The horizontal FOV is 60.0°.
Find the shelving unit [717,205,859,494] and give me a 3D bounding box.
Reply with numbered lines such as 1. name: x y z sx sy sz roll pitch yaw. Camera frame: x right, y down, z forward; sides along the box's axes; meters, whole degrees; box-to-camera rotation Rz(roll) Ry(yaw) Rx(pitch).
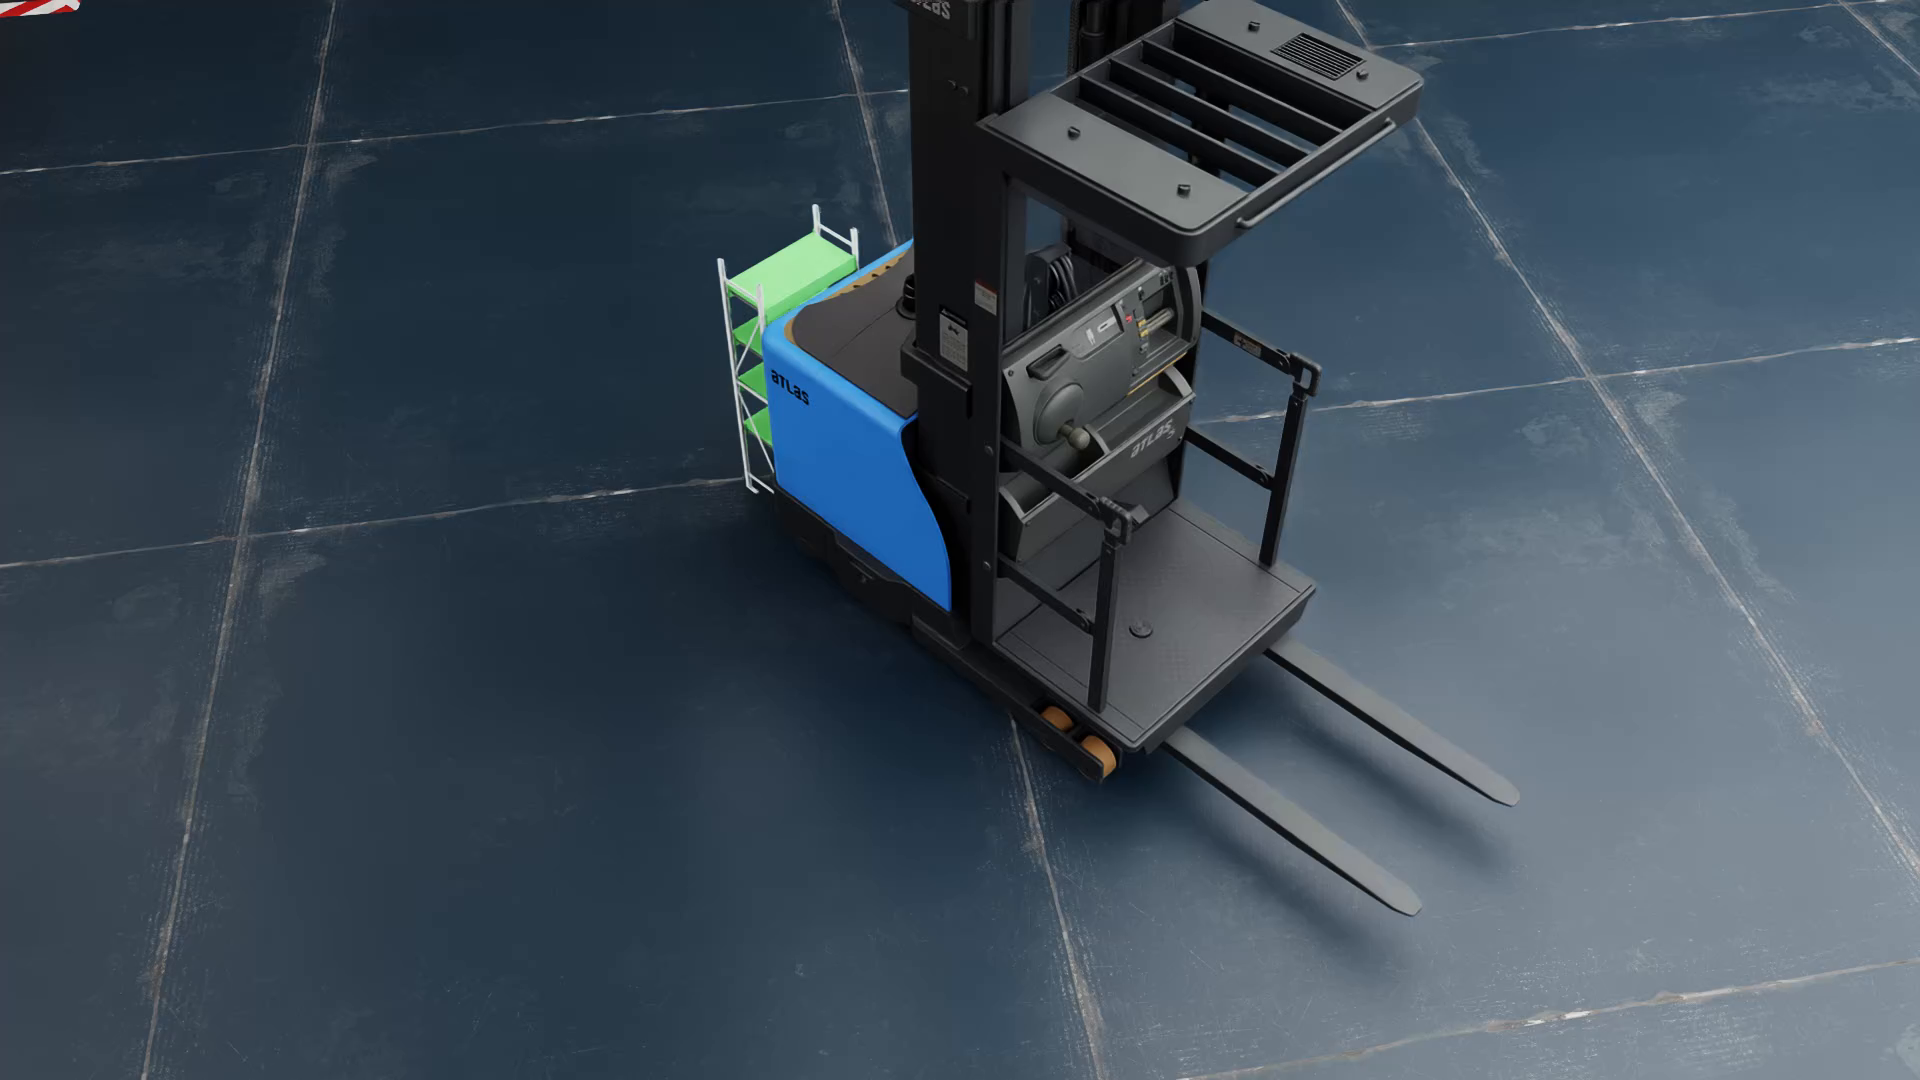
1. shelving unit: -0.659 -0.716 6.800 0.258 1.200 0.503 35 55 29

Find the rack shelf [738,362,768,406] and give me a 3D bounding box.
1. rack shelf: -0.659 -0.672 6.846 0.258 0.148 0.480 35 55 29

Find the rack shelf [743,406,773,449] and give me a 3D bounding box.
1. rack shelf: -0.659 -0.505 7.019 0.258 0.148 0.480 35 55 29

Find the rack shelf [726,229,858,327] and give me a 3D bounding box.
1. rack shelf: -0.659 -1.005 6.500 0.258 0.148 0.480 35 55 29

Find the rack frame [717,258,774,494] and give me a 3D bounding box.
1. rack frame: -0.829 -0.590 6.678 0.240 1.200 0.015 35 55 29

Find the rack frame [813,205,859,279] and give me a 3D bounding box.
1. rack frame: -0.490 -0.842 6.922 0.240 1.200 0.015 35 55 29

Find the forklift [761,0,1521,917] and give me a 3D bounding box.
1. forklift: 0.639 -0.564 5.451 3.031 2.935 1.130 35 56 29

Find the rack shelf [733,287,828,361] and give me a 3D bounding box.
1. rack shelf: -0.659 -0.838 6.673 0.258 0.148 0.480 35 55 29
